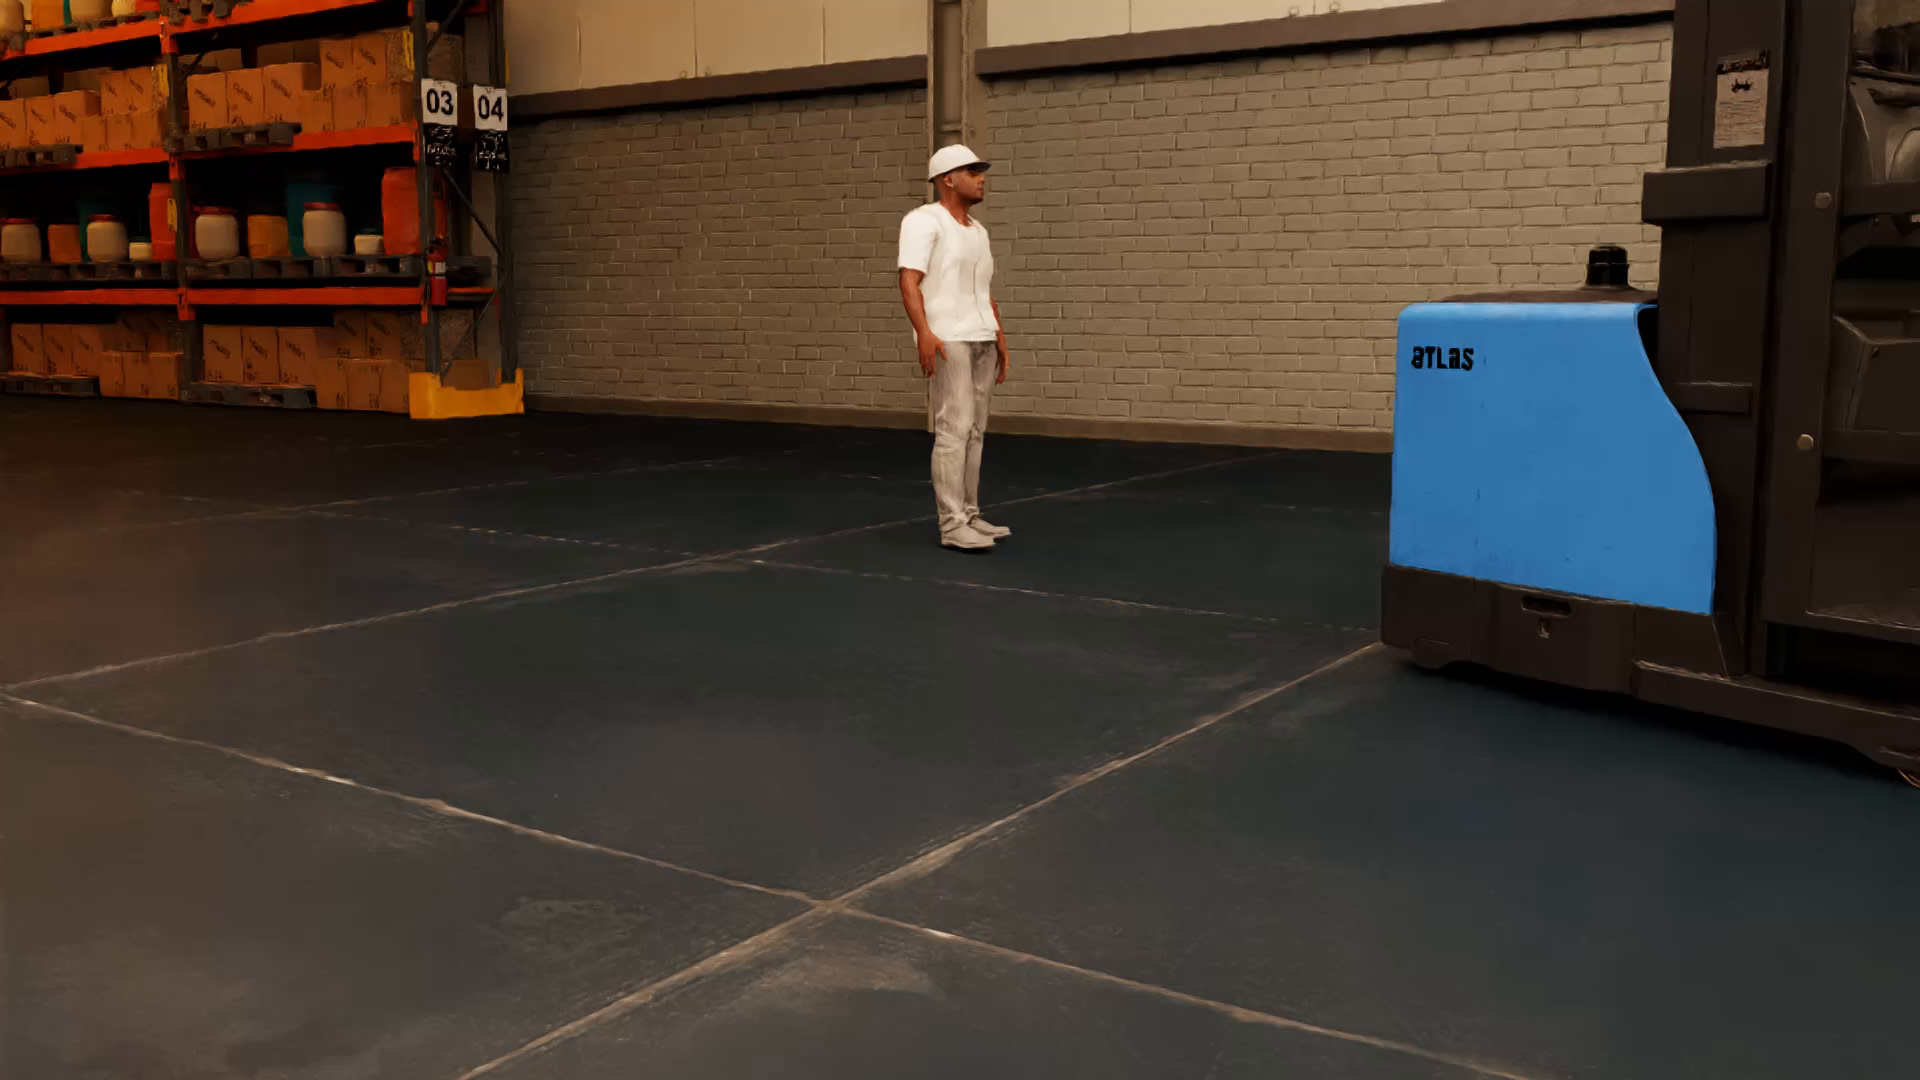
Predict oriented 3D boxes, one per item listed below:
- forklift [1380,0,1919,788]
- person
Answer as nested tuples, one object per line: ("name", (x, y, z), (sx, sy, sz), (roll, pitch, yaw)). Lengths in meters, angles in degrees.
("forklift", (2.527, -0.950, 3.870), (1.130, 2.935, 3.031), (-6, 10, -36))
("person", (0.055, -0.875, 7.435), (0.576, 1.766, 0.665), (5, 10, 34))
